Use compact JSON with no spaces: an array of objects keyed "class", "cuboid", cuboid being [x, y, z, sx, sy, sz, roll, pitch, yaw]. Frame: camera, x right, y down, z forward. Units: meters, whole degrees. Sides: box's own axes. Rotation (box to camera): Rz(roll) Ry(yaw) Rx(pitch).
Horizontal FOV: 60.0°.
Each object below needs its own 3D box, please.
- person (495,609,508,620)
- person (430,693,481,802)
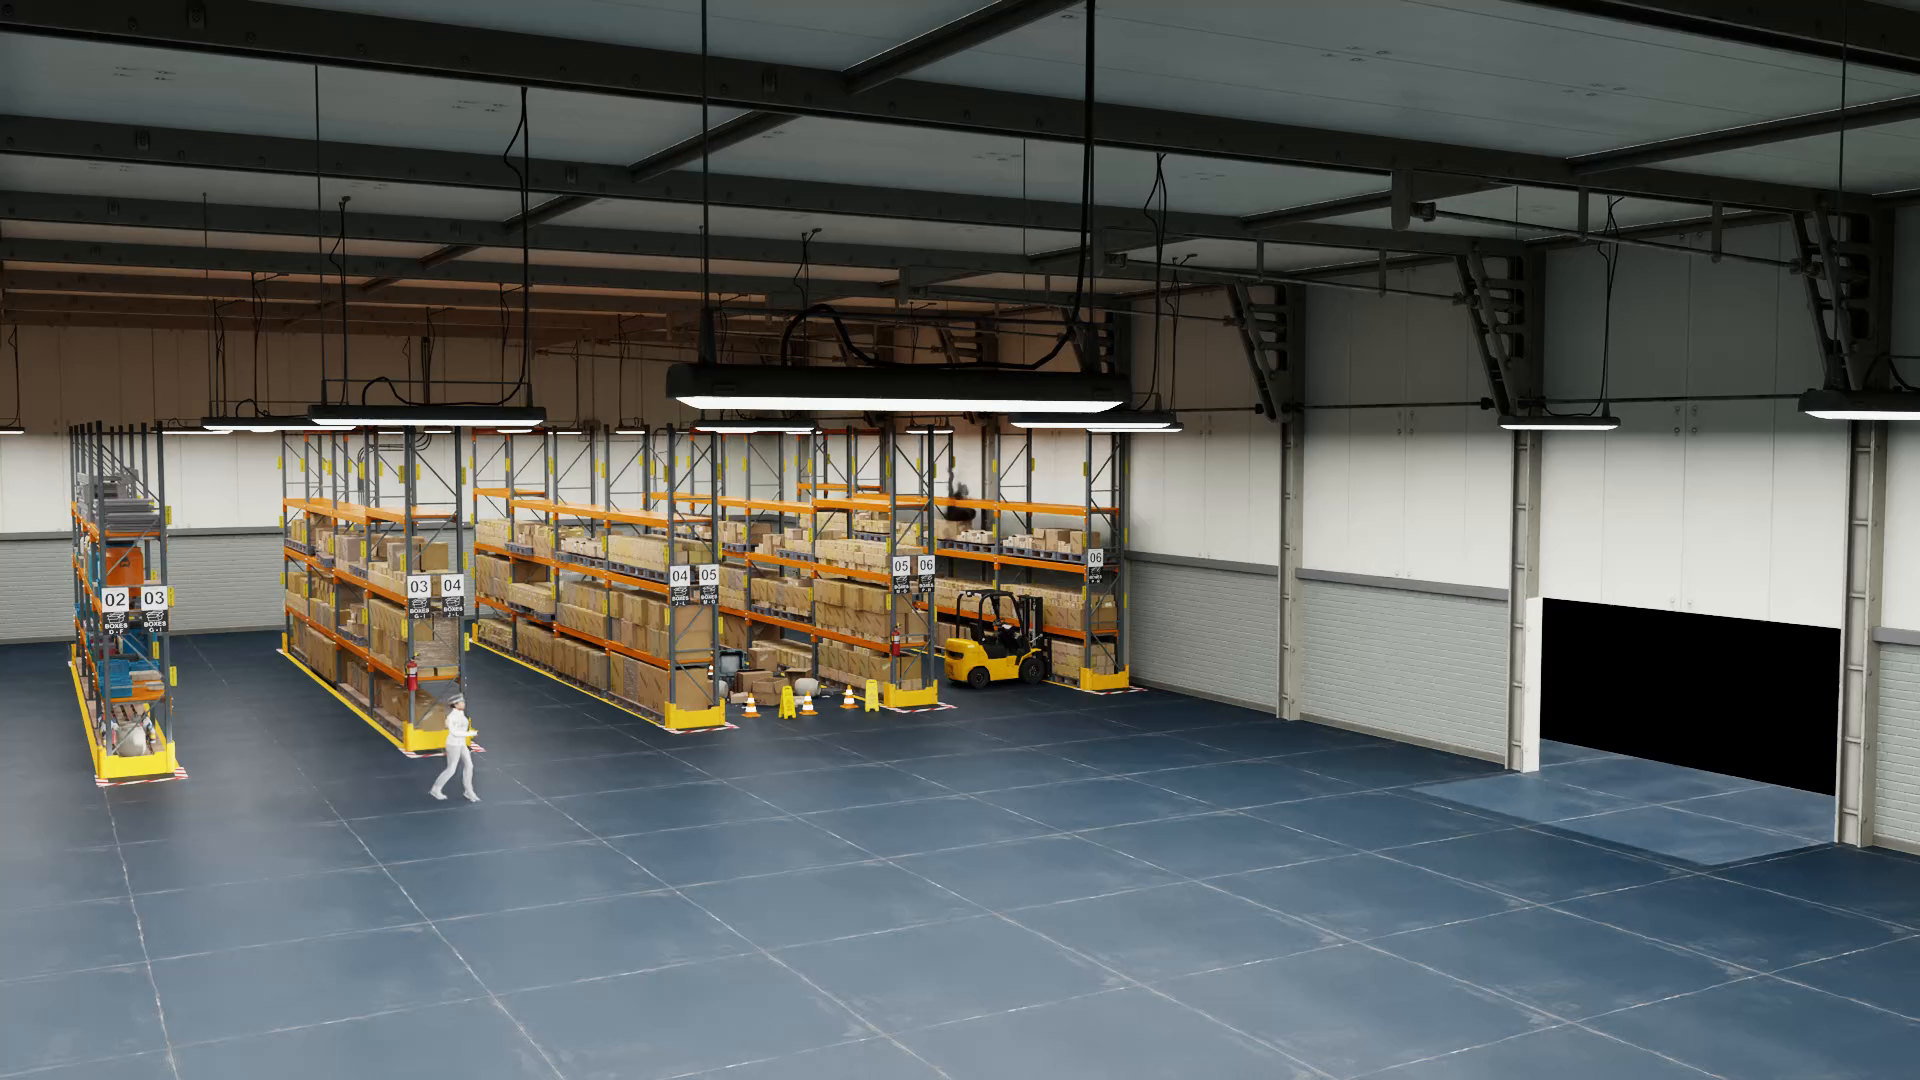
[{"class":"person","cuboid":[-13.211,1.891,48.334,0.578,1.722,0.717,-2,4,-30]},{"class":"person","cuboid":[-7.933,3.271,26.087,0.751,1.756,0.626,0,4,-2]}]
